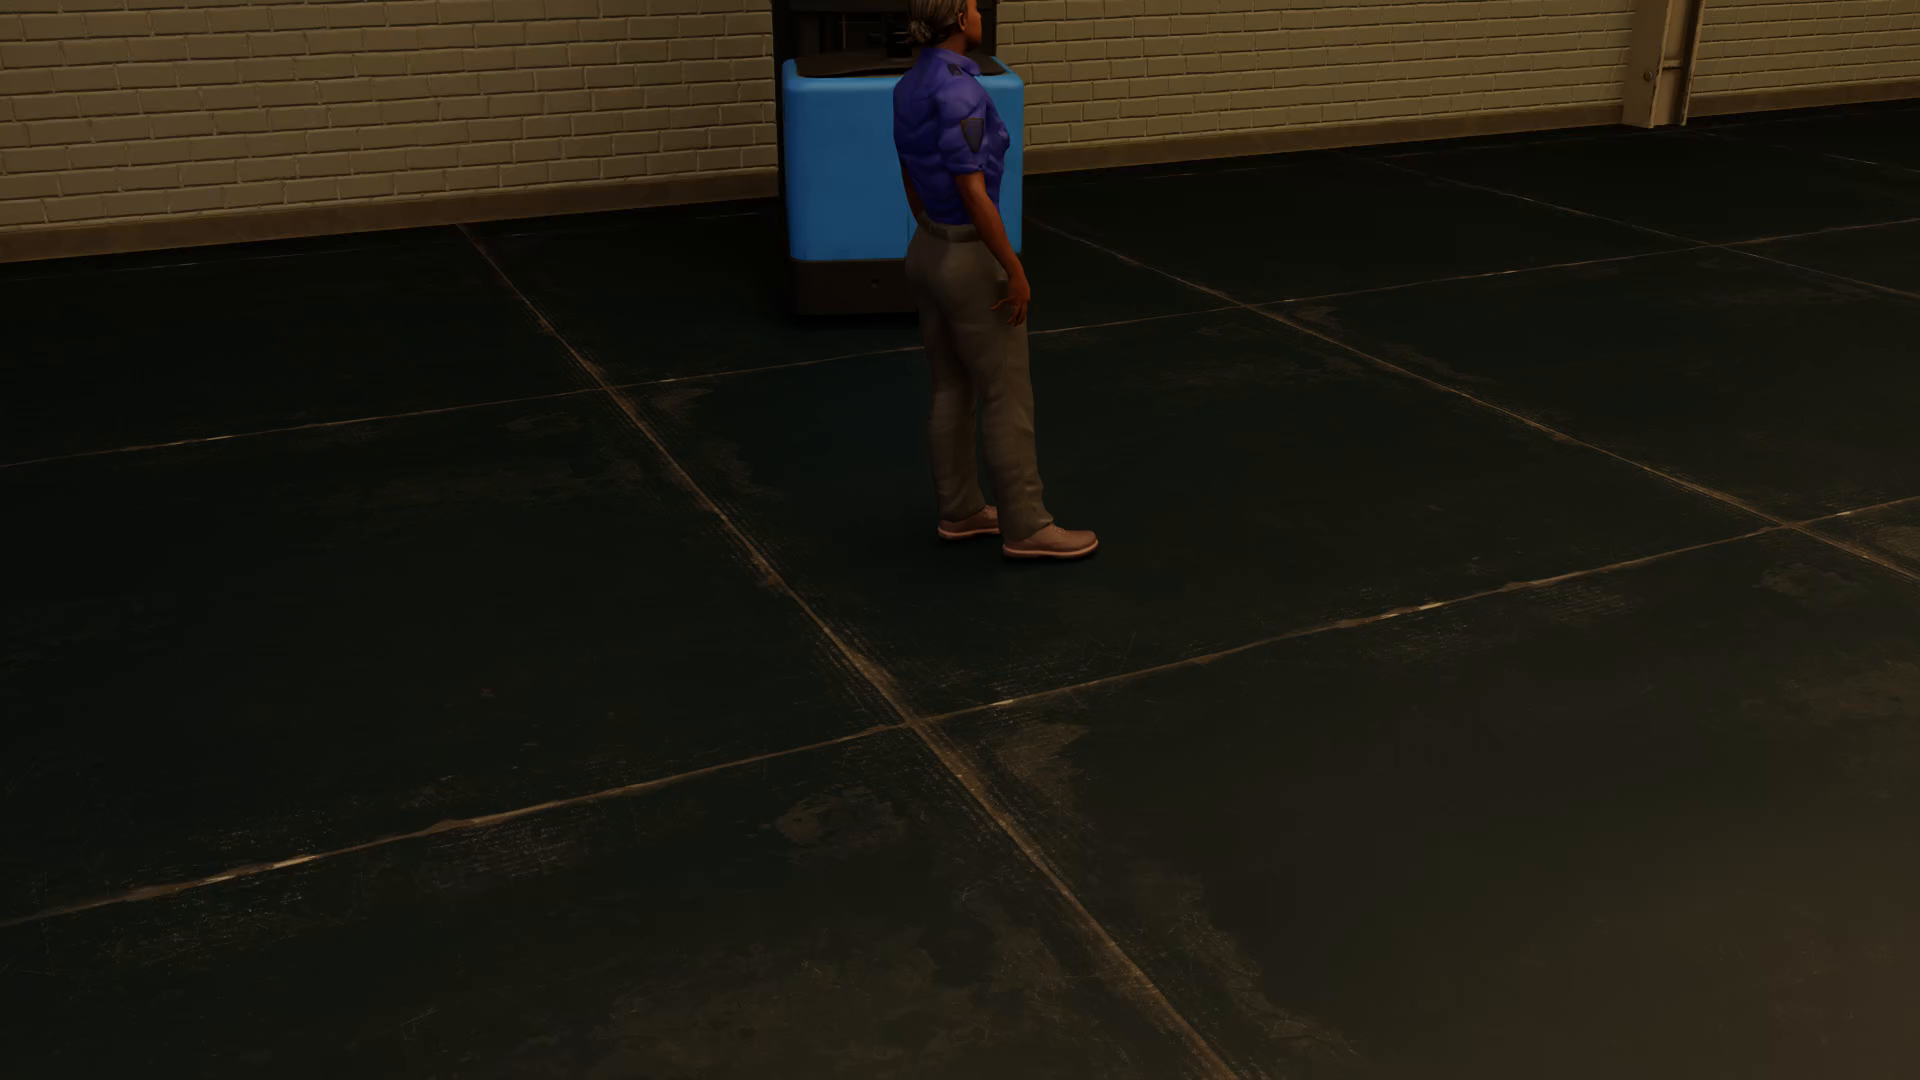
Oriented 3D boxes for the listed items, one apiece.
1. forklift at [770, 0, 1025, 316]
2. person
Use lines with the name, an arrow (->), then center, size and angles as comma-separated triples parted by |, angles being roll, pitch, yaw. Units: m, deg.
forklift -> -0.394, -2.865, 8.184 | 1.130, 2.935, 3.031 | -3, 23, -6
person -> 0.088, -0.778, 4.805 | 0.503, 1.656, 0.570 | -10, 25, -23
